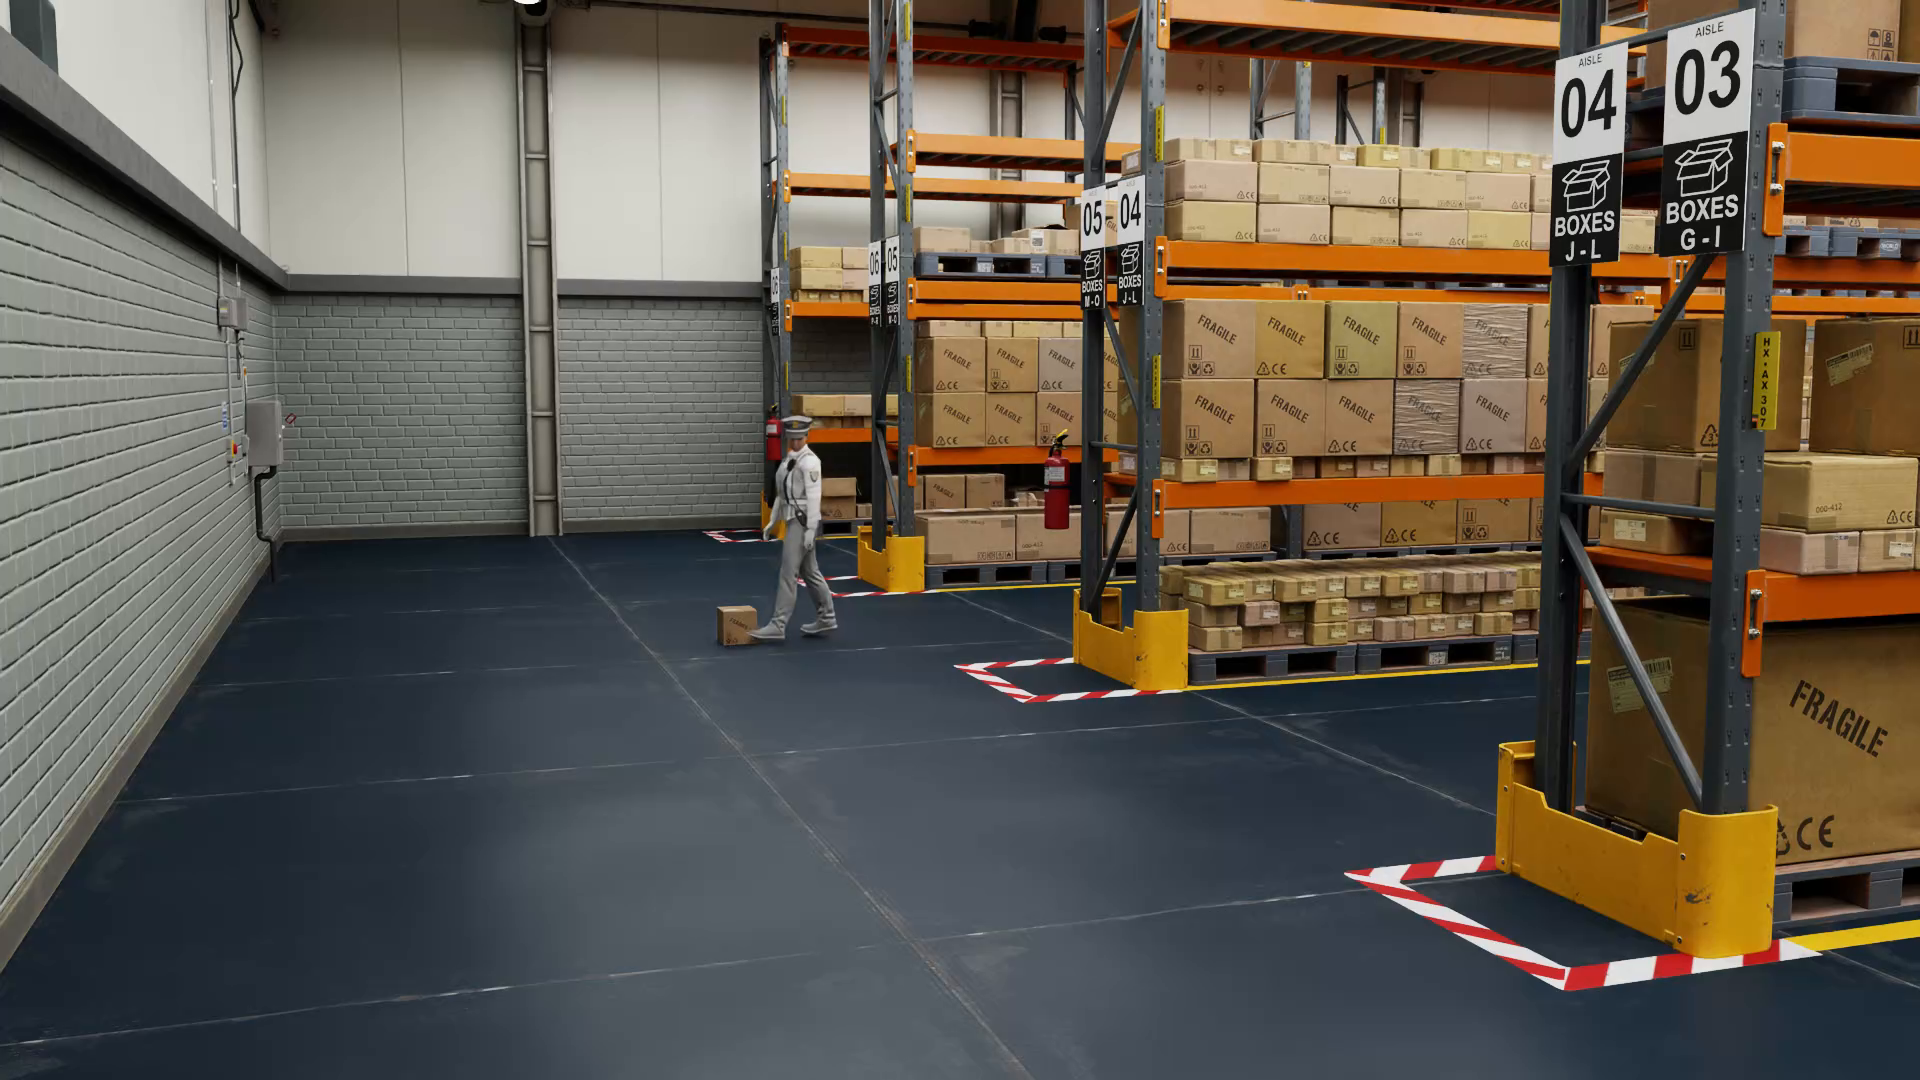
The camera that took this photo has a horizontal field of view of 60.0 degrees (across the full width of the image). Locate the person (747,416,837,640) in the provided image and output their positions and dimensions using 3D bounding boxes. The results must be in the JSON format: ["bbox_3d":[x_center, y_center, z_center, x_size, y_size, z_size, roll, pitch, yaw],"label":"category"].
[{"bbox_3d":[-1.263,-0.100,12.370,0.725,1.646,0.521,-2,6,-18],"label":"person"}]
